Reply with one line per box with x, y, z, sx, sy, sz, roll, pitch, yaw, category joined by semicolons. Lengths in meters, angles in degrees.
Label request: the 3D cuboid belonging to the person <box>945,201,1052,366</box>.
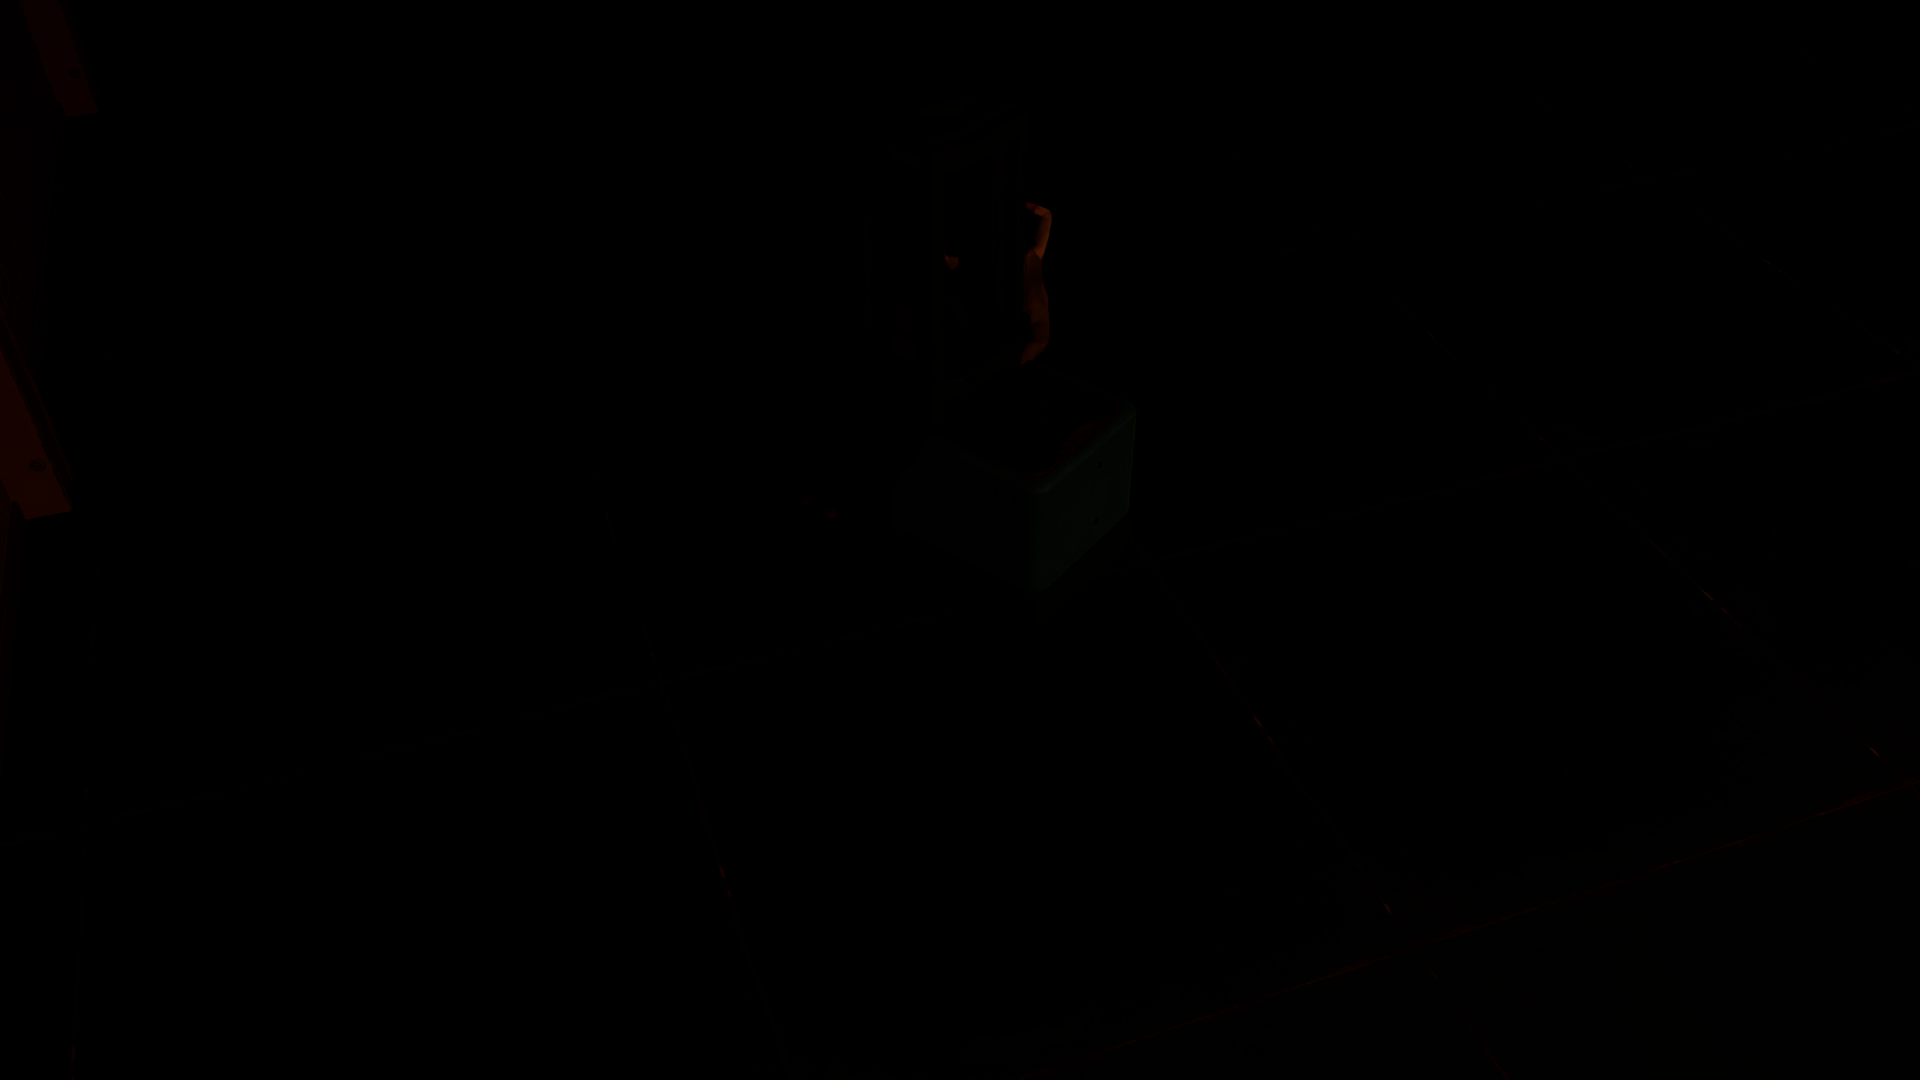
0.149;-1.728;11.239;0.945;1.438;0.764;7;41;8;person

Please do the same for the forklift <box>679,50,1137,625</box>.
-0.449;-1.406;9.670;3.031;2.935;1.130;26;46;28;forklift
